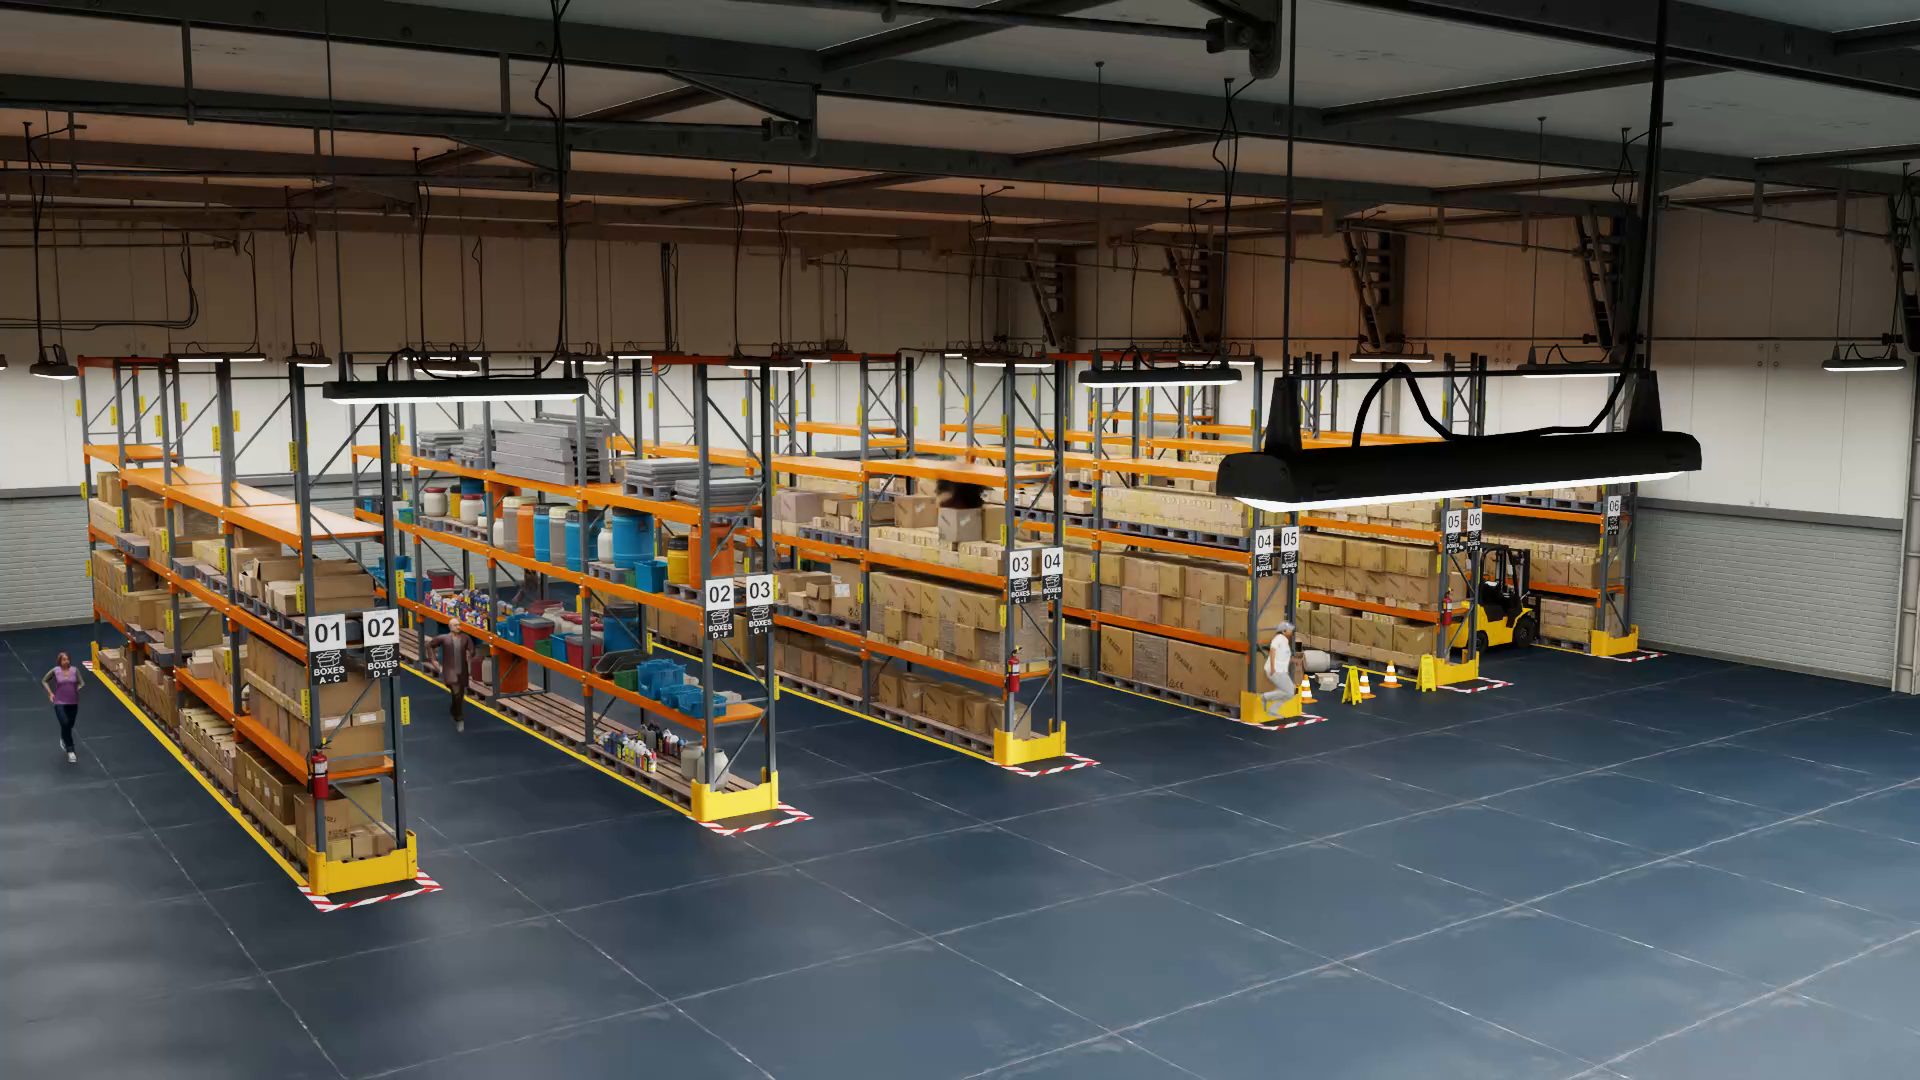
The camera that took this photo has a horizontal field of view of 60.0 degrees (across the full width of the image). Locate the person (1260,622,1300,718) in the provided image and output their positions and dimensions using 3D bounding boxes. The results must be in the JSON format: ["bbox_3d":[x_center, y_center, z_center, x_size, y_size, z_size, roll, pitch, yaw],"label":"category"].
[{"bbox_3d":[5.117,2.082,26.543,0.627,1.550,0.645,1,7,6],"label":"person"}]

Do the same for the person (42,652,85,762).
[{"bbox_3d":[-13.510,2.533,25.141,0.539,1.516,0.857,-7,10,-43],"label":"person"}]

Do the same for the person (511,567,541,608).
[{"bbox_3d":[-9.906,0.794,38.448,0.940,1.725,0.647,-3,7,-21],"label":"person"}]

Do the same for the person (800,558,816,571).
[{"bbox_3d":[-3.801,0.390,41.861,0.671,1.786,0.667,0,7,-3],"label":"person"}]

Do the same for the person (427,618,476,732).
[{"bbox_3d":[-8.246,2.180,27.127,0.720,1.809,0.875,-6,9,-39],"label":"person"}]
